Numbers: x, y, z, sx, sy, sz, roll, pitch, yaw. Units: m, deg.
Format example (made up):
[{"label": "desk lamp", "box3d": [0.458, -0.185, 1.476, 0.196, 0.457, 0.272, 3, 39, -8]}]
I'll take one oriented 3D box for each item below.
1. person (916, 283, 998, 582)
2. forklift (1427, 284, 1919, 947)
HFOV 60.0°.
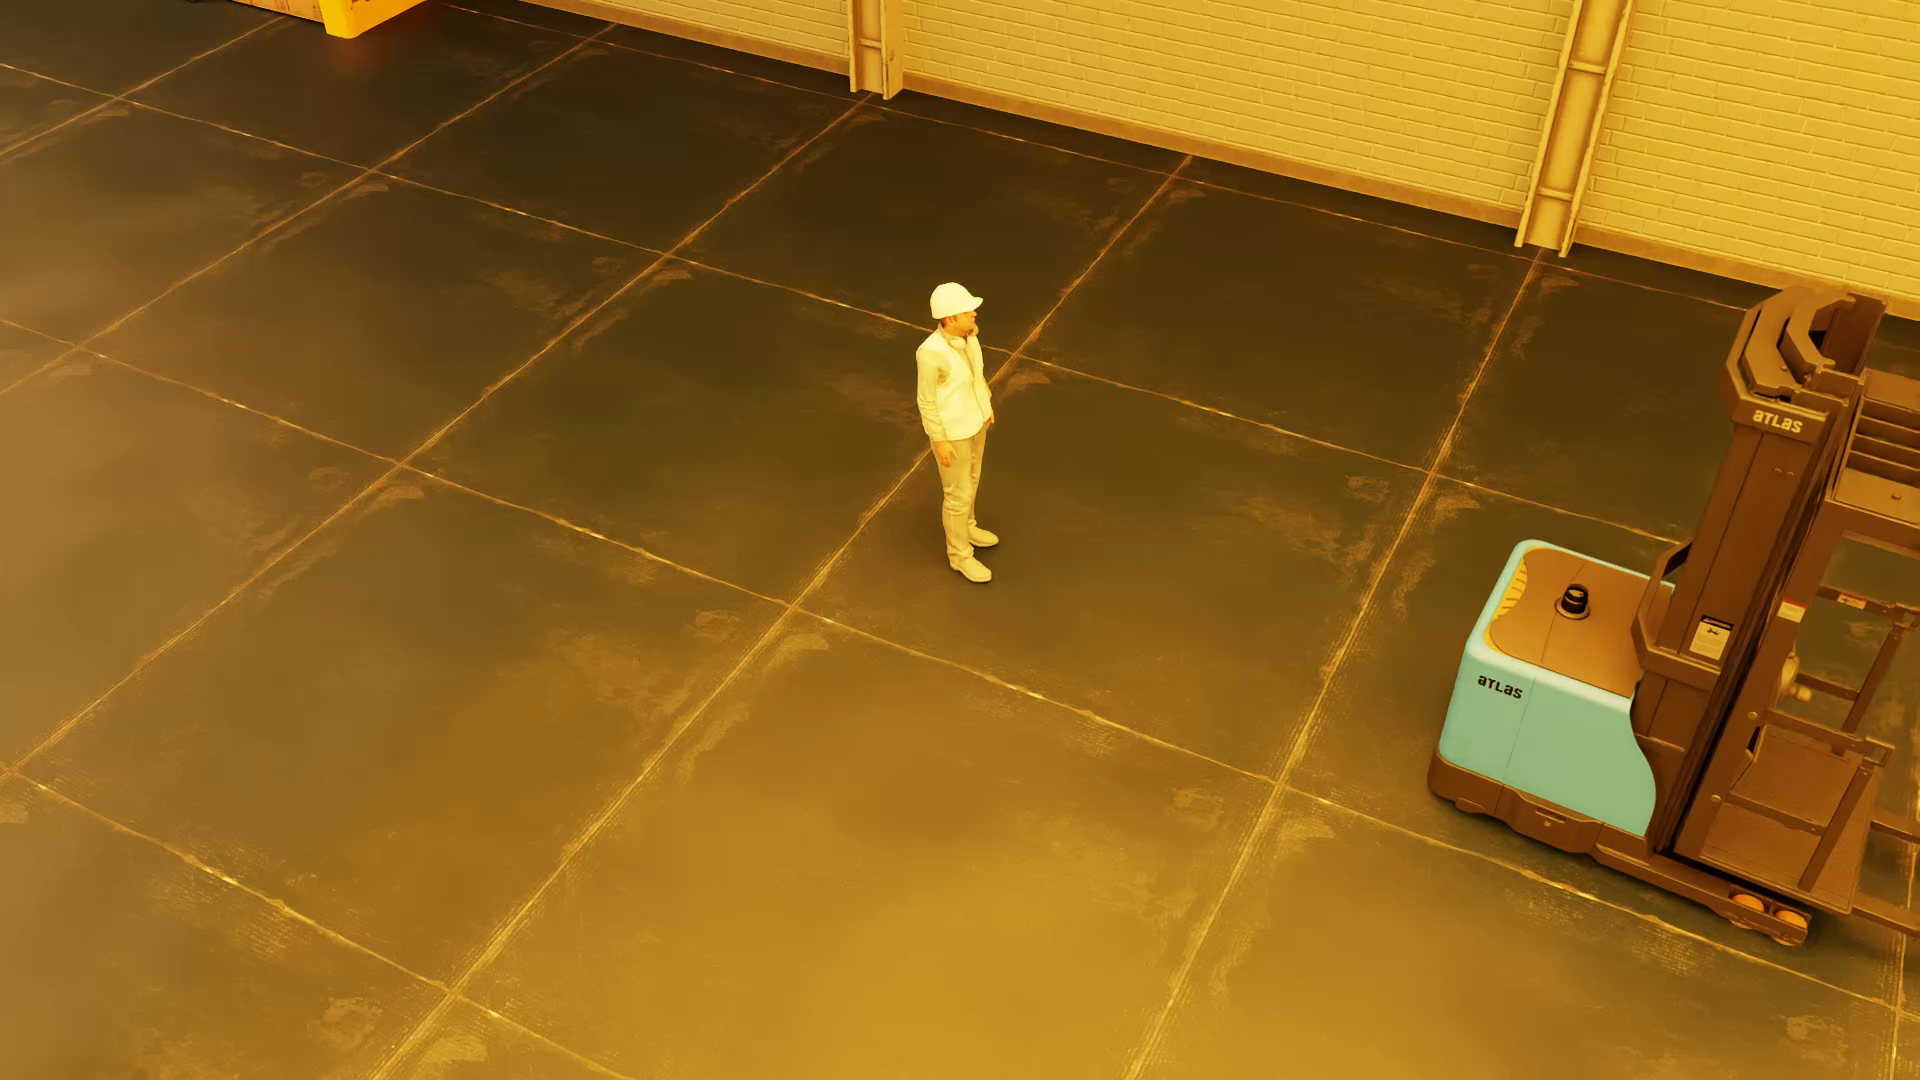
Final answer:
[{"label": "person", "box3d": [0.051, -0.661, 9.658, 0.568, 1.773, 0.632, 18, 43, 21]}, {"label": "forklift", "box3d": [3.964, 0.423, 7.485, 3.031, 2.935, 1.130, 21, 44, 23]}]
